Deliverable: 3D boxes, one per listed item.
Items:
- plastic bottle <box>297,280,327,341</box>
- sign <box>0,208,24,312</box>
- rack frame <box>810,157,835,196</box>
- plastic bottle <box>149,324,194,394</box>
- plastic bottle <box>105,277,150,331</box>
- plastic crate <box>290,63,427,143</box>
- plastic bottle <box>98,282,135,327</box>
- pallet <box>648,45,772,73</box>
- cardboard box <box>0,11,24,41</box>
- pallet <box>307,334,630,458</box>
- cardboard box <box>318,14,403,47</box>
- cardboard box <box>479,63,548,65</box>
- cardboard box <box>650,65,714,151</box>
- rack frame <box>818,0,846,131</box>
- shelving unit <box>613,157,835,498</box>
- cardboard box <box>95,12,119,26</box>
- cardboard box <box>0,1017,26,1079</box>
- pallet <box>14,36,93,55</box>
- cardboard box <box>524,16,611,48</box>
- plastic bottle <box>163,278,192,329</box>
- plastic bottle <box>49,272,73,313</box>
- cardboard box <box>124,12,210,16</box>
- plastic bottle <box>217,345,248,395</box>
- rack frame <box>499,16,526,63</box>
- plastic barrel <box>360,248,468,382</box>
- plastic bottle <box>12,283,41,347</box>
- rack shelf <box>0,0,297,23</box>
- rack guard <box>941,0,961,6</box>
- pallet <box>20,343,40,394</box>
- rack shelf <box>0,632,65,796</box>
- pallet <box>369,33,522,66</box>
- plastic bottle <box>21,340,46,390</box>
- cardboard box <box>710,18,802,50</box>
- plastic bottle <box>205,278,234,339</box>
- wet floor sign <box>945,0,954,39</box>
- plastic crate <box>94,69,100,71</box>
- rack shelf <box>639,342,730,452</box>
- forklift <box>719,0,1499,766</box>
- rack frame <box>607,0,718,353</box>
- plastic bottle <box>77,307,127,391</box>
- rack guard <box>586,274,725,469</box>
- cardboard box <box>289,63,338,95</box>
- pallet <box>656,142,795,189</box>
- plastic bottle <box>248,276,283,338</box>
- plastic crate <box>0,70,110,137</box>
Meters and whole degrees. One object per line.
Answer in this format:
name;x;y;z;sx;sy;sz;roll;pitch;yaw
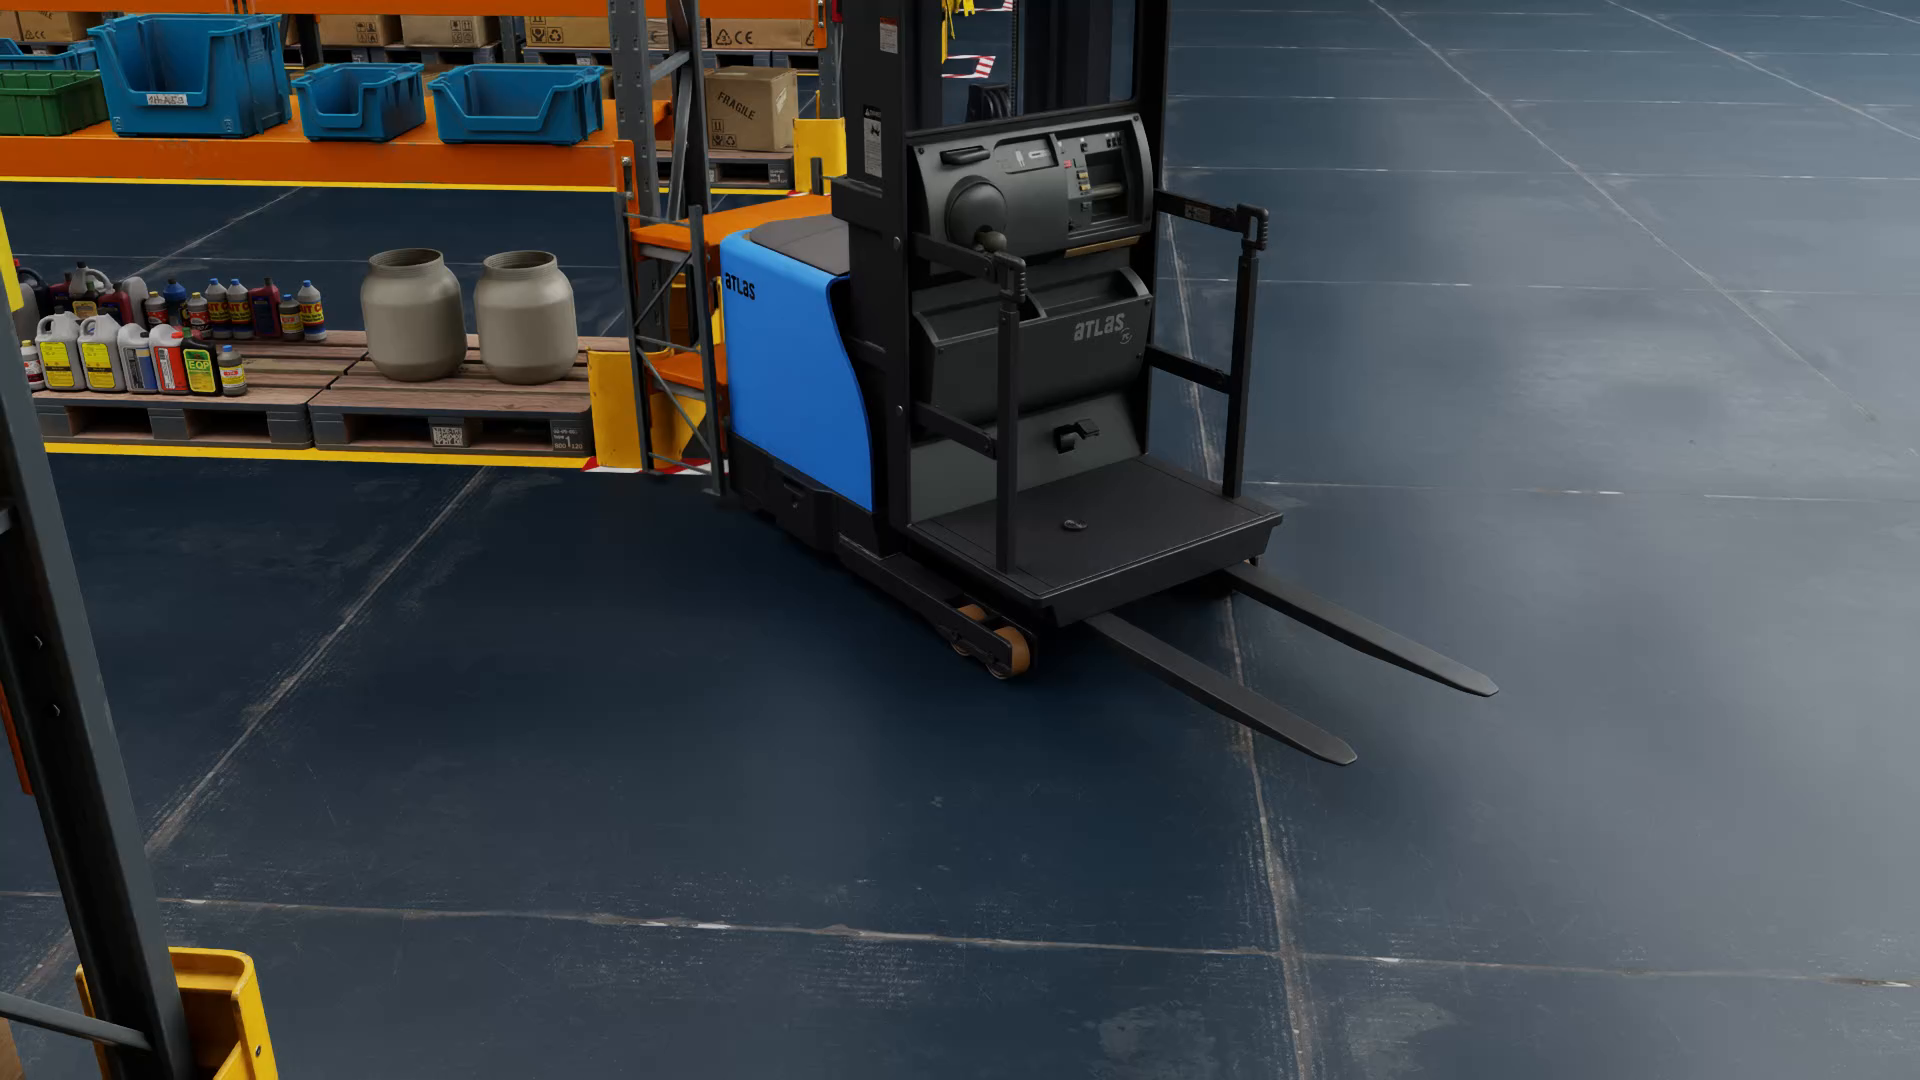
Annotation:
plastic bottle;-3.013;-1.069;7.722;0.097;0.271;0.097;0;25;0
sign;-1.563;-0.517;2.654;0.005;0.325;0.100;2;25;4
rack frame;-0.426;-1.043;7.103;0.500;1.125;0.032;18;29;40
plastic bottle;-3.343;-0.779;7.086;0.135;0.276;0.152;2;25;4
plastic bottle;-3.878;-1.087;7.757;0.135;0.276;0.152;2;25;5
plastic crate;-2.398;-1.768;6.681;0.408;0.251;0.499;2;25;4
plastic bottle;-3.885;-1.046;7.659;0.133;0.283;0.061;2;25;4
pallet;-2.385;-4.815;16.462;1.213;0.211;1.003;2;25;4
cardboard box;-9.539;-5.290;16.647;0.500;0.500;0.500;3;25;6
pallet;-2.118;-0.665;7.442;1.213;0.211;1.003;2;25;4
cardboard box;-5.945;-5.361;16.500;0.750;0.750;1.050;2;25;4
cardboard box;-3.245;-3.136;11.966;0.500;0.500;0.500;0;25;-1
cardboard box;-2.070;-3.072;11.826;0.500;0.500;0.500;8;26;18
rack frame;-0.850;-3.985;11.322;0.127;3.000;1.000;2;25;4
shelving unit;-0.772;-0.897;6.760;0.538;1.125;1.048;18;29;40
cardboard box;-9.031;-5.489;17.079;0.500;0.500;0.500;1;25;2
cardboard box;-2.129;1.092;3.075;0.500;0.250;0.500;2;25;4
pallet;-9.125;-5.064;17.002;1.213;0.211;1.003;2;25;4
cardboard box;-3.736;-5.353;16.335;0.875;0.875;0.875;2;25;5
plastic bottle;-3.656;-1.090;7.767;0.097;0.271;0.097;0;25;0
plastic bottle;-4.196;-1.120;7.819;0.133;0.283;0.061;3;25;8
cardboard box;-7.745;-5.417;16.622;0.750;0.750;1.050;2;25;3
plastic bottle;-3.094;-0.725;7.059;0.097;0.201;0.097;0;25;0
rack frame;-4.357;-6.177;16.086;0.127;3.000;1.000;2;25;4
plastic barrel;-2.391;-0.986;7.279;0.421;0.512;0.421;0;25;0
plastic bottle;-4.348;-1.042;7.658;0.135;0.276;0.152;2;25;4
rack shelf;-6.832;-3.850;11.889;4.000;0.370;1.077;2;25;4
rack guard;-0.167;-6.982;20.826;0.348;0.500;1.175;2;25;4
pallet;-4.551;-0.743;7.612;1.213;0.211;1.003;2;25;4
rack shelf;-3.606;0.407;2.639;4.000;0.370;1.077;2;25;4
pallet;-5.133;-4.903;16.654;1.213;0.211;1.003;2;25;4
plastic bottle;-3.975;-0.754;7.121;0.097;0.201;0.097;0;25;0
cardboard box;-1.928;-5.296;16.210;0.875;0.875;0.875;1;25;3
plastic bottle;-3.454;-1.083;7.753;0.097;0.271;0.097;0;25;0
wet floor sign;-0.189;-5.804;18.091;0.232;0.644;0.267;-2;25;-5
plastic crate;-3.579;-1.982;7.285;0.437;0.136;0.530;2;25;4
rack shelf;-0.765;-0.670;6.850;0.538;0.278;1.000;18;29;40
forklift;0.378;-1.121;5.179;1.130;2.935;3.031;-17;30;-33
rack frame;-1.229;-1.921;6.836;0.127;3.000;1.000;2;25;4
plastic bottle;-3.646;-0.821;7.088;0.185;0.351;0.144;3;25;6
rack guard;-1.308;-0.768;7.321;0.348;0.500;1.175;2;25;4
cardboard box;-4.442;-3.139;11.971;0.500;0.500;0.500;1;25;2
pallet;-1.733;-2.761;11.998;1.213;0.211;1.003;2;25;4
plastic bottle;-3.237;-1.089;7.752;0.133;0.283;0.061;2;25;5
plastic crate;-3.885;-1.791;6.808;0.662;0.188;0.450;2;25;4
